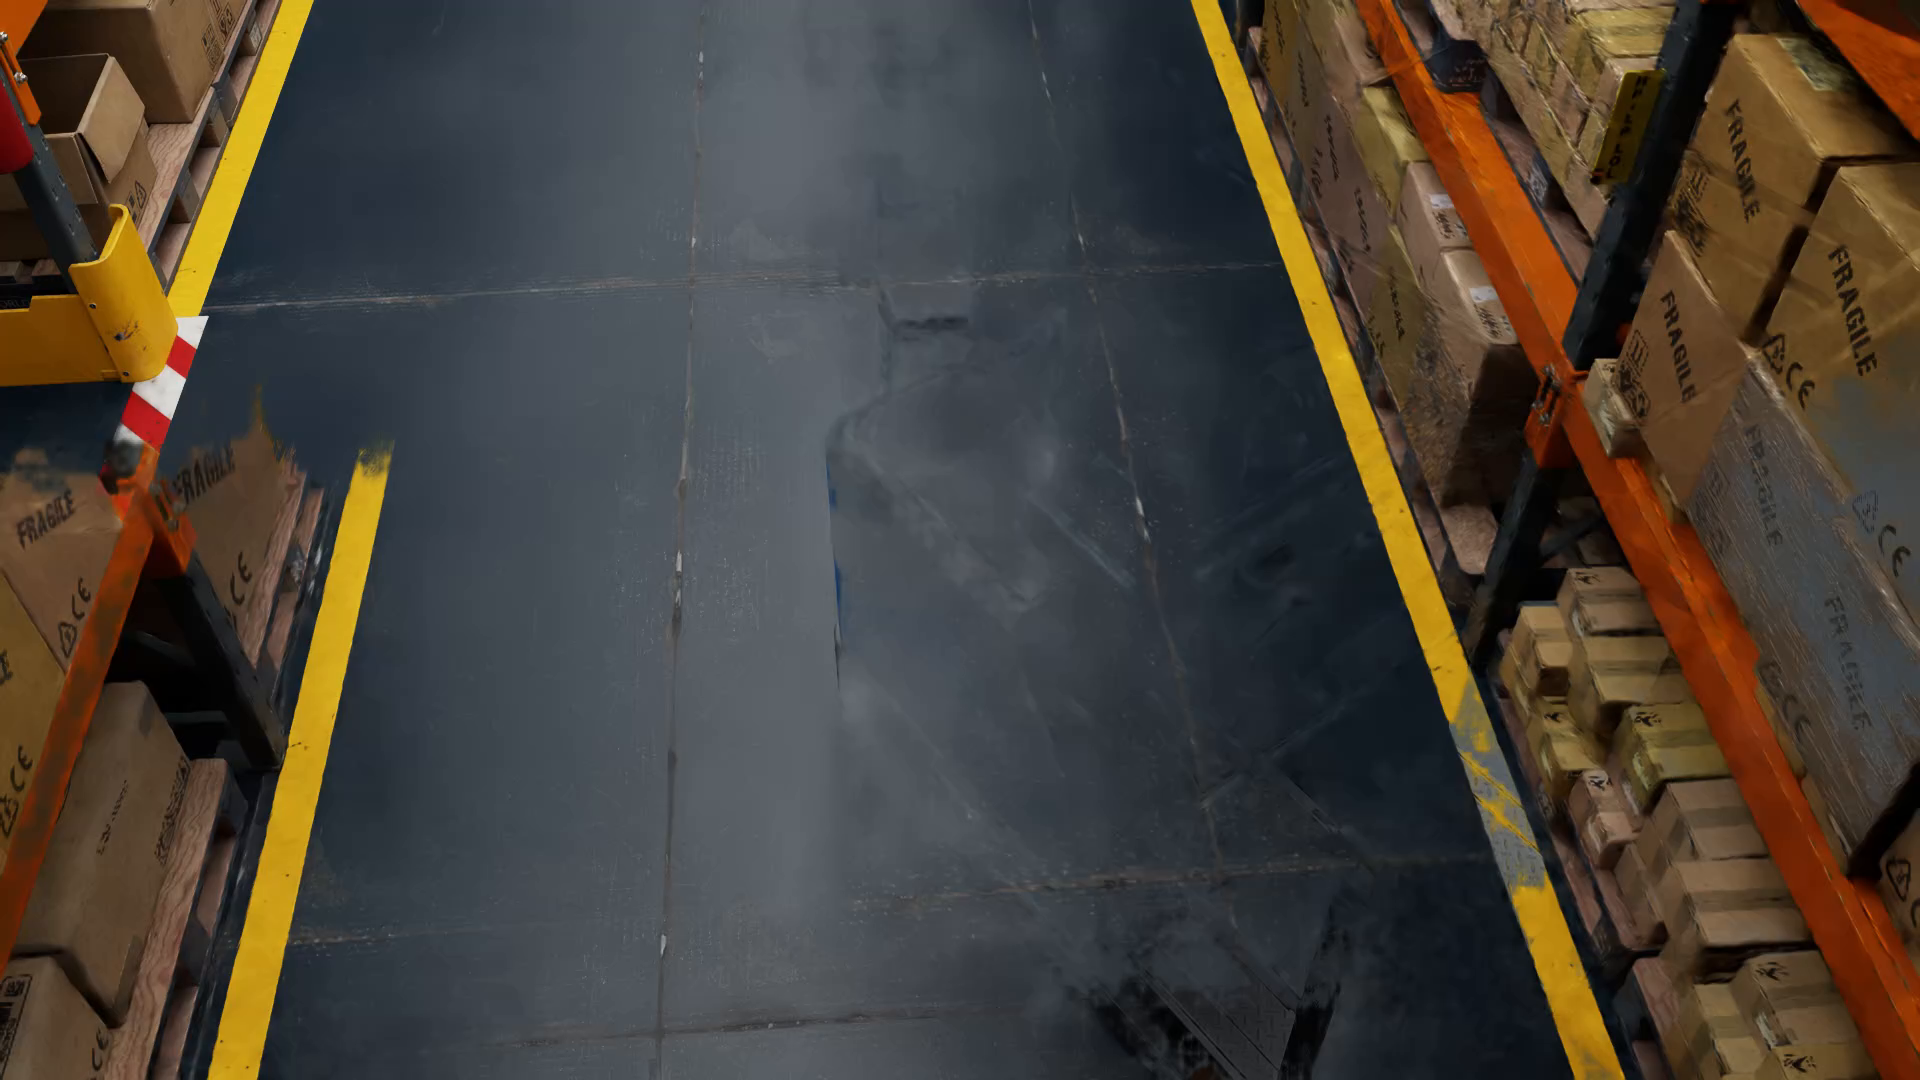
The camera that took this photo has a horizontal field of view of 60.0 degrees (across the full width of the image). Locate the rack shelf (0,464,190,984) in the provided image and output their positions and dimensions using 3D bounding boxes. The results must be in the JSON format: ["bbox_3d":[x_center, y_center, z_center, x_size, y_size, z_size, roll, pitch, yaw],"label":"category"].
[{"bbox_3d":[1.407,-3.122,6.636,1.077,0.370,4.000,-3,47,-3],"label":"rack shelf"}]
